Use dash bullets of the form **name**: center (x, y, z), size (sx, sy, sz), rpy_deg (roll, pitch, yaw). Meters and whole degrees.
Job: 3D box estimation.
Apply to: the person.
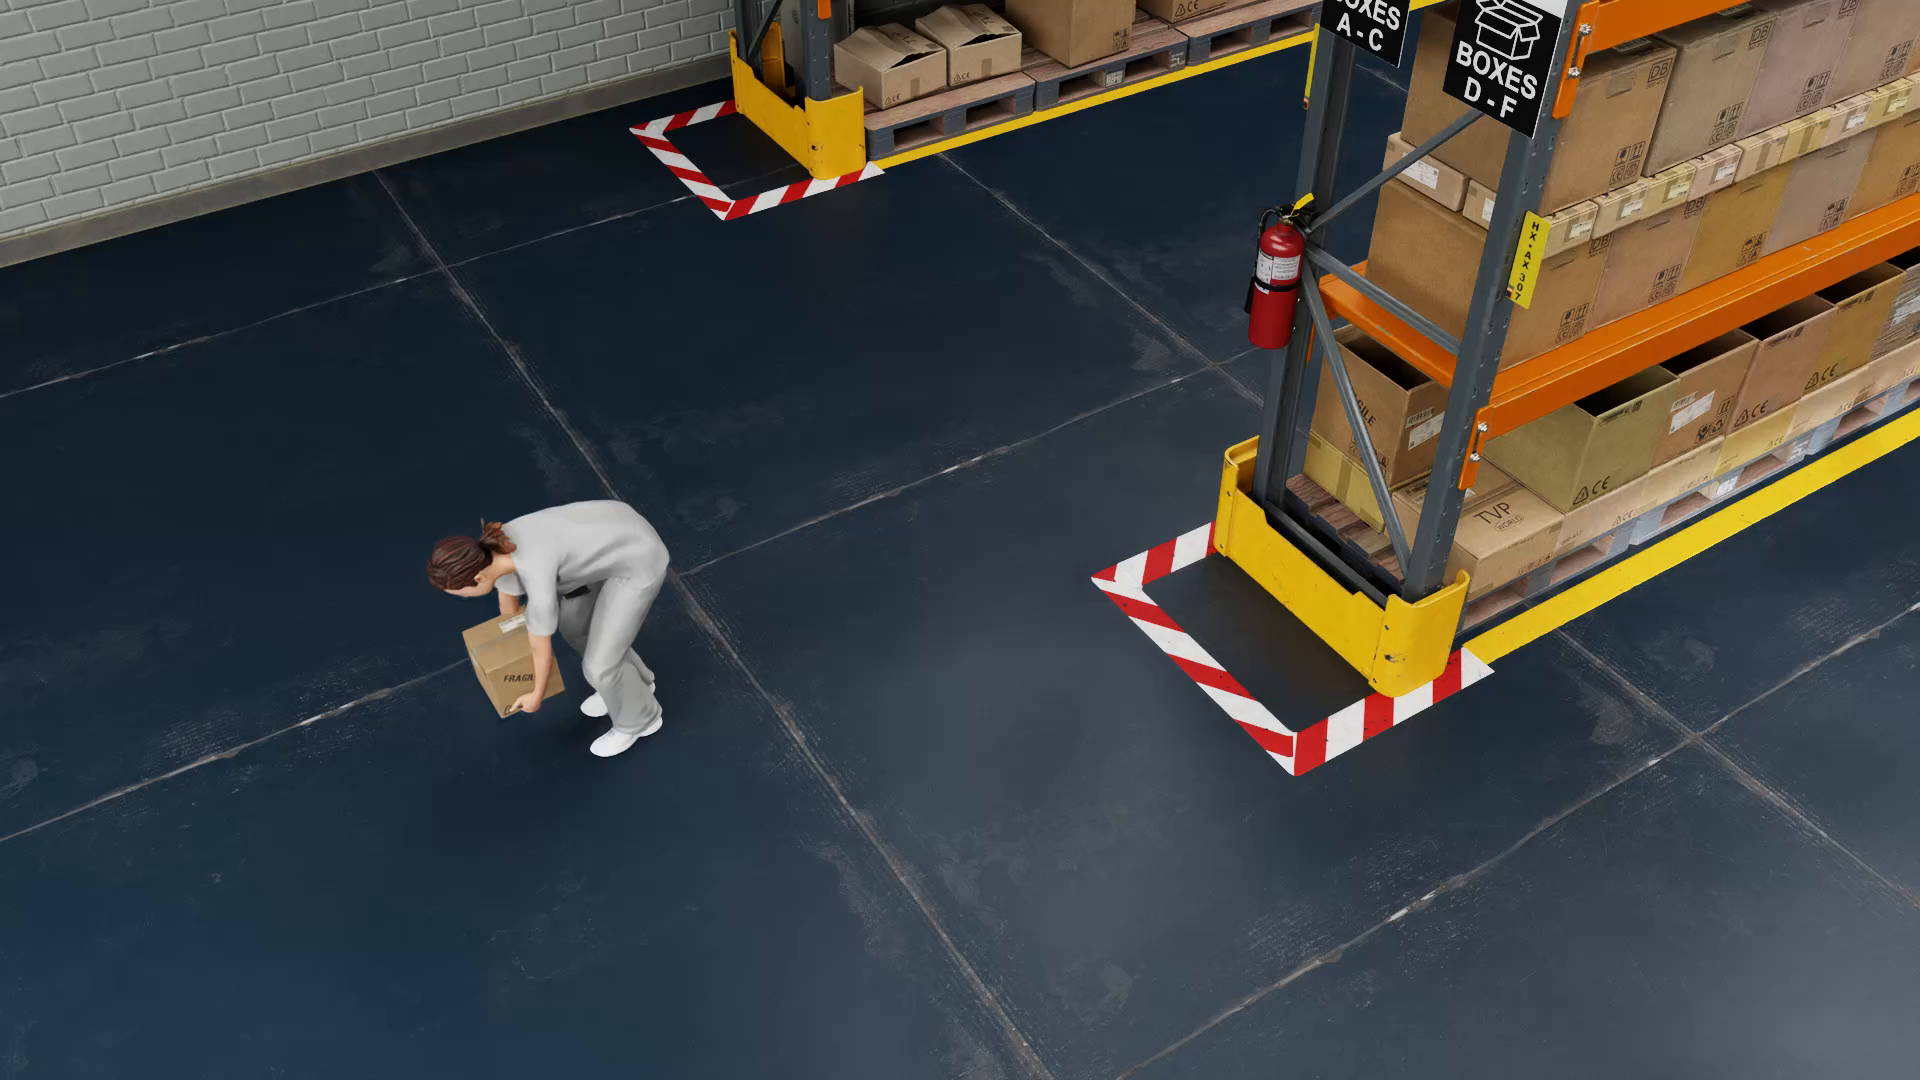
- **person**: center (-1.466, 0.329, 6.152), size (0.843, 1.190, 0.429), rpy_deg (-24, 47, -25)
